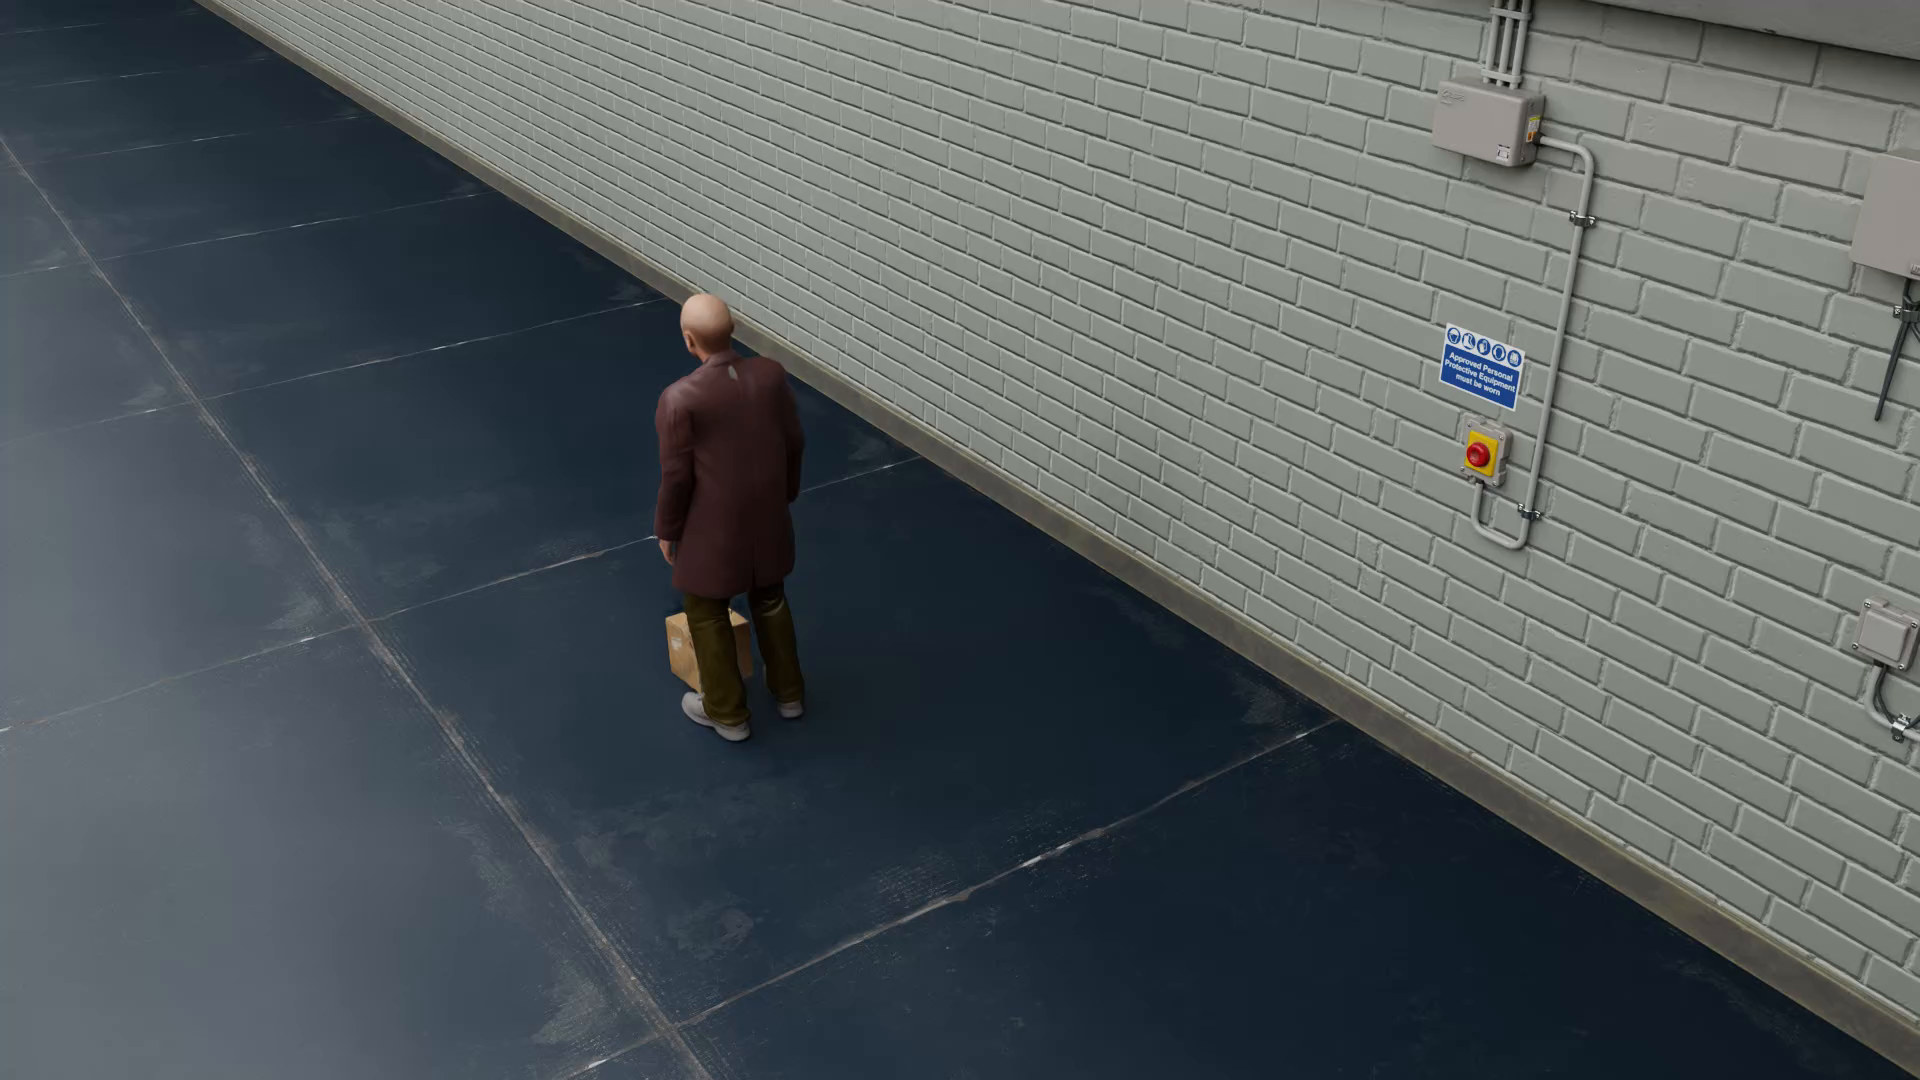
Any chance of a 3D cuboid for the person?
[{"bbox_3d":[-0.866,-0.075,6.279,0.612,1.774,0.426,-20,34,-32],"label":"person"}]
